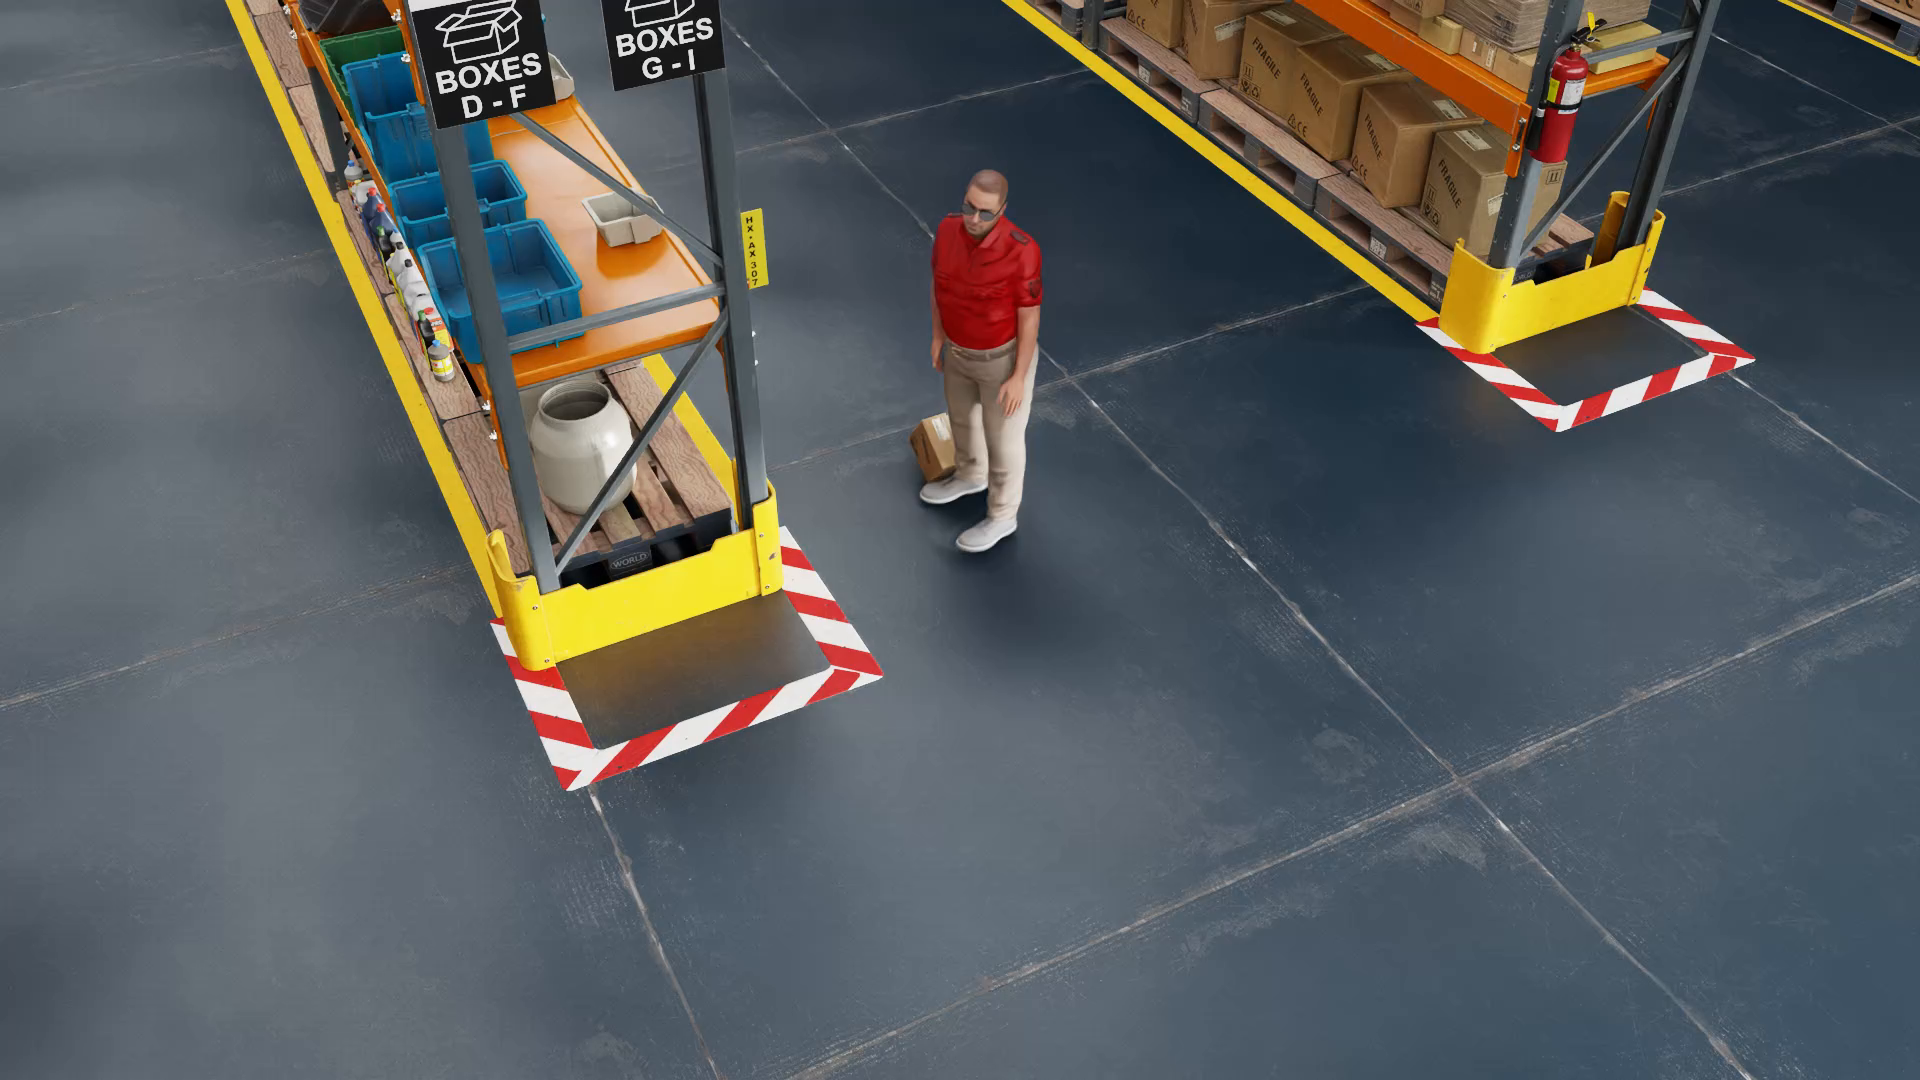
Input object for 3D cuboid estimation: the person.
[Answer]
[{"bbox_3d":[0.134,-0.732,6.986,0.618,1.729,0.474,15,43,17],"label":"person"}]
